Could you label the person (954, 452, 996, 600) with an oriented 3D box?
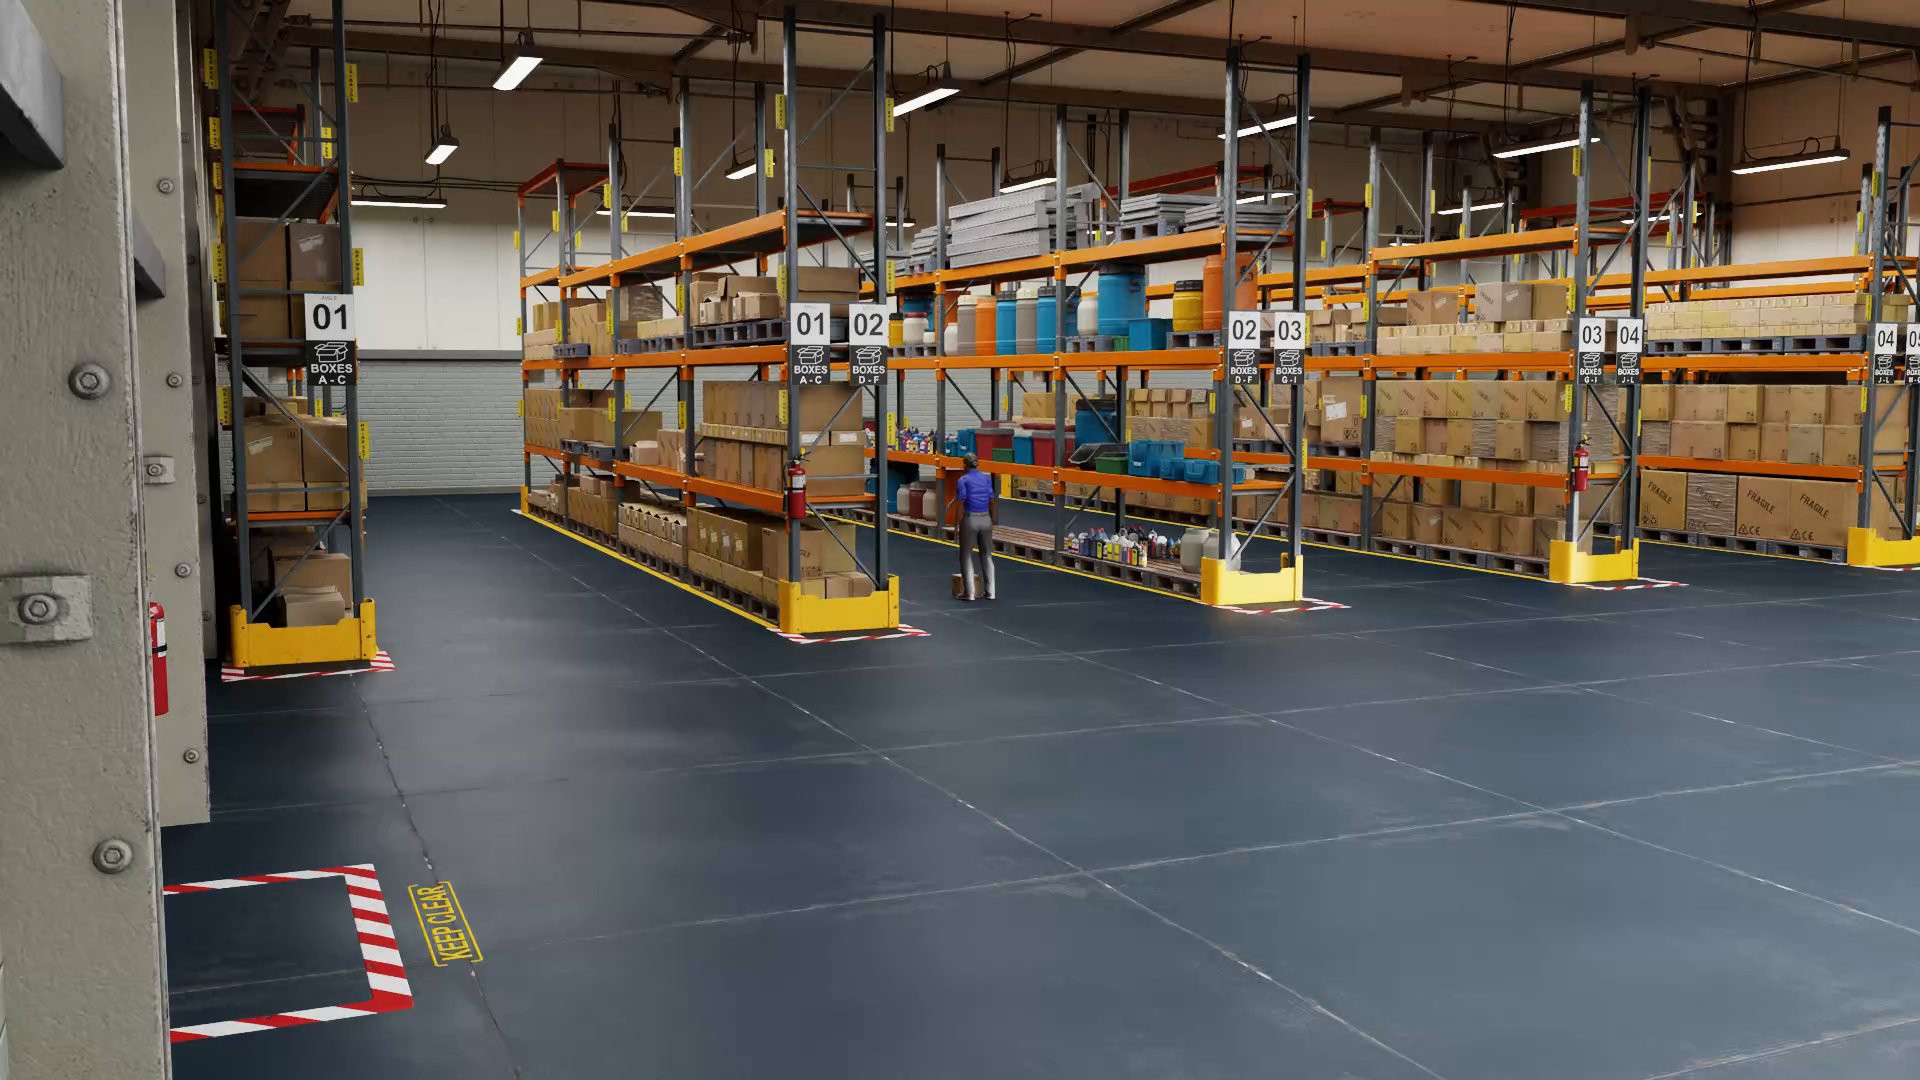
[{"bbox_3d":[0.172,-0.155,18.640,0.517,1.654,0.353,-3,6,-25],"label":"person"}]
